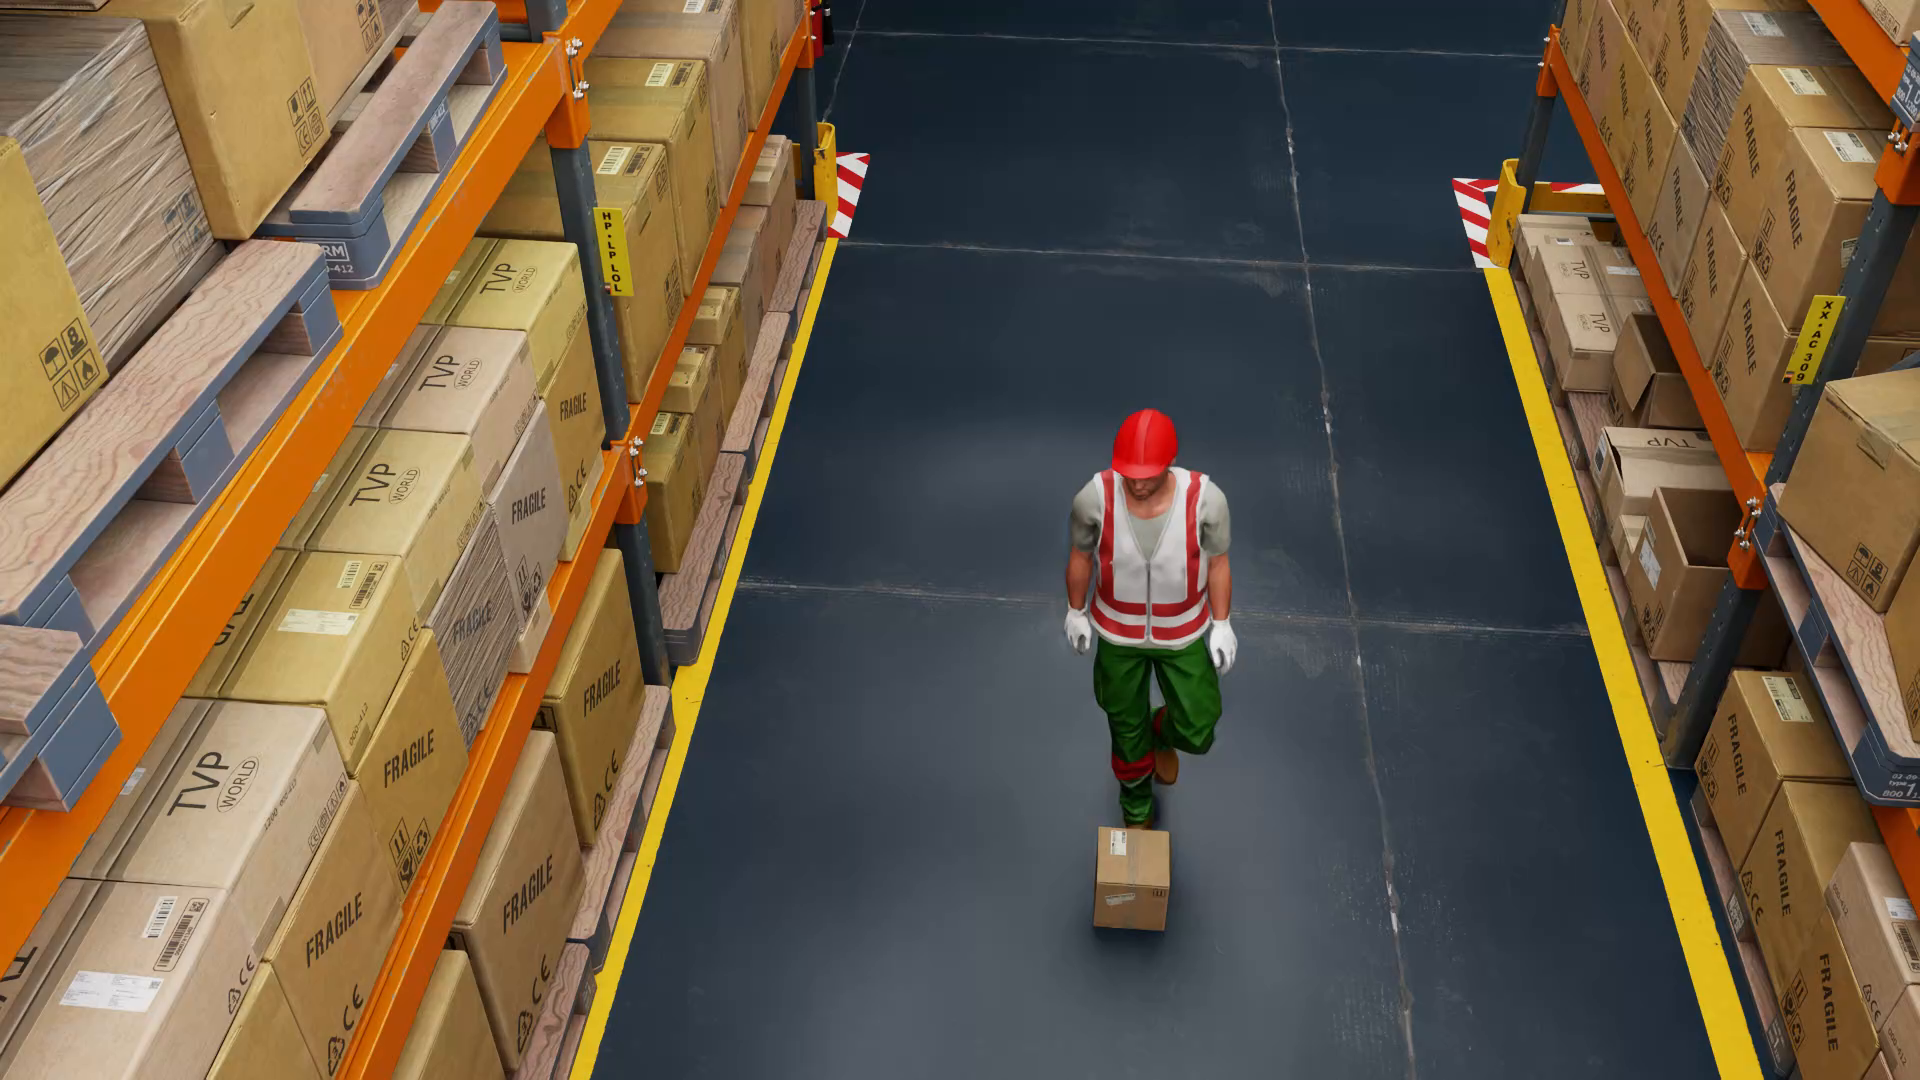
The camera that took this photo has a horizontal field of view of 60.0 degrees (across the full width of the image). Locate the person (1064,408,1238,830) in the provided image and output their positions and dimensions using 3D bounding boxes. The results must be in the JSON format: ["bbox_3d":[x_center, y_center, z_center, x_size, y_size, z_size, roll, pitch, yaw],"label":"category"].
[{"bbox_3d":[0.654,0.348,5.724,0.607,1.777,0.601,4,40,5],"label":"person"}]
